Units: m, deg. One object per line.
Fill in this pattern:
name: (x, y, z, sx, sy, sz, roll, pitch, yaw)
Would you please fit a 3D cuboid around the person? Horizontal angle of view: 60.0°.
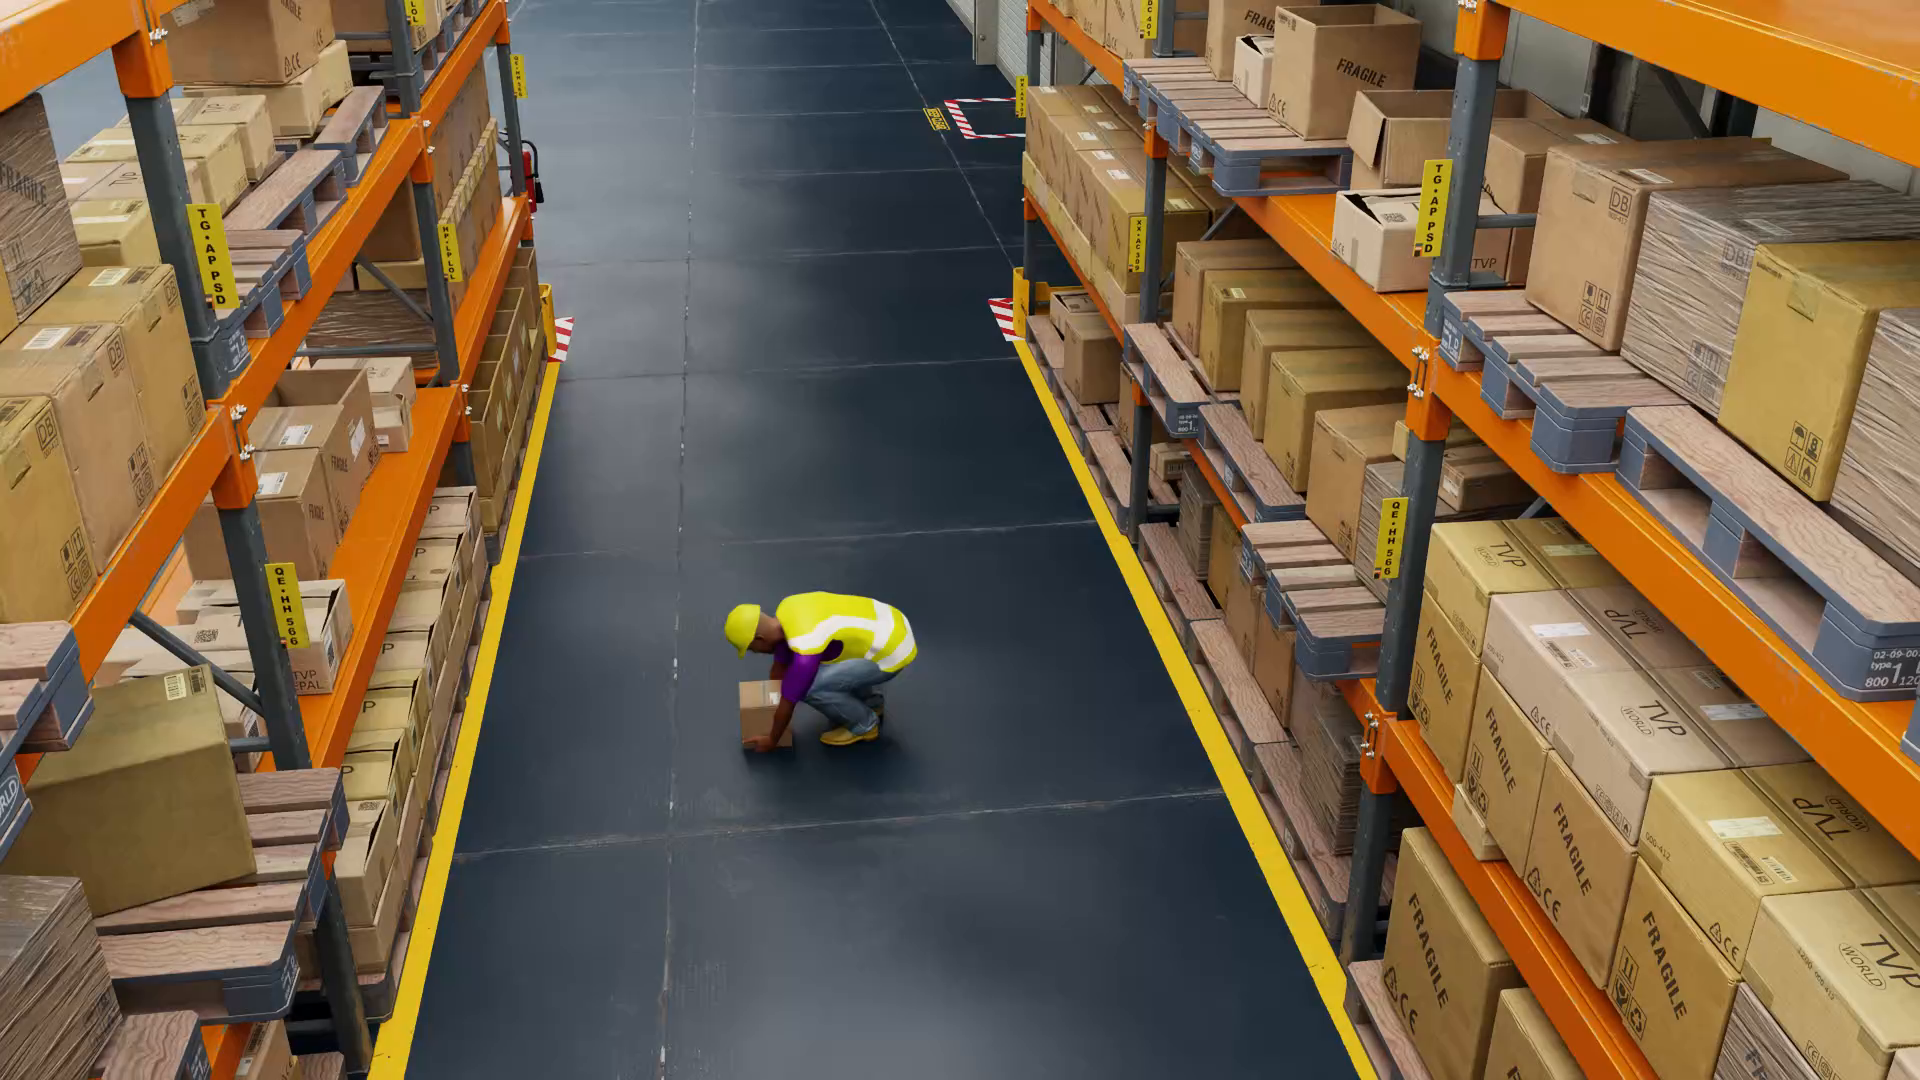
person: (-0.693, 0.658, 8.413, 0.953, 0.830, 0.531, -4, 27, -8)
